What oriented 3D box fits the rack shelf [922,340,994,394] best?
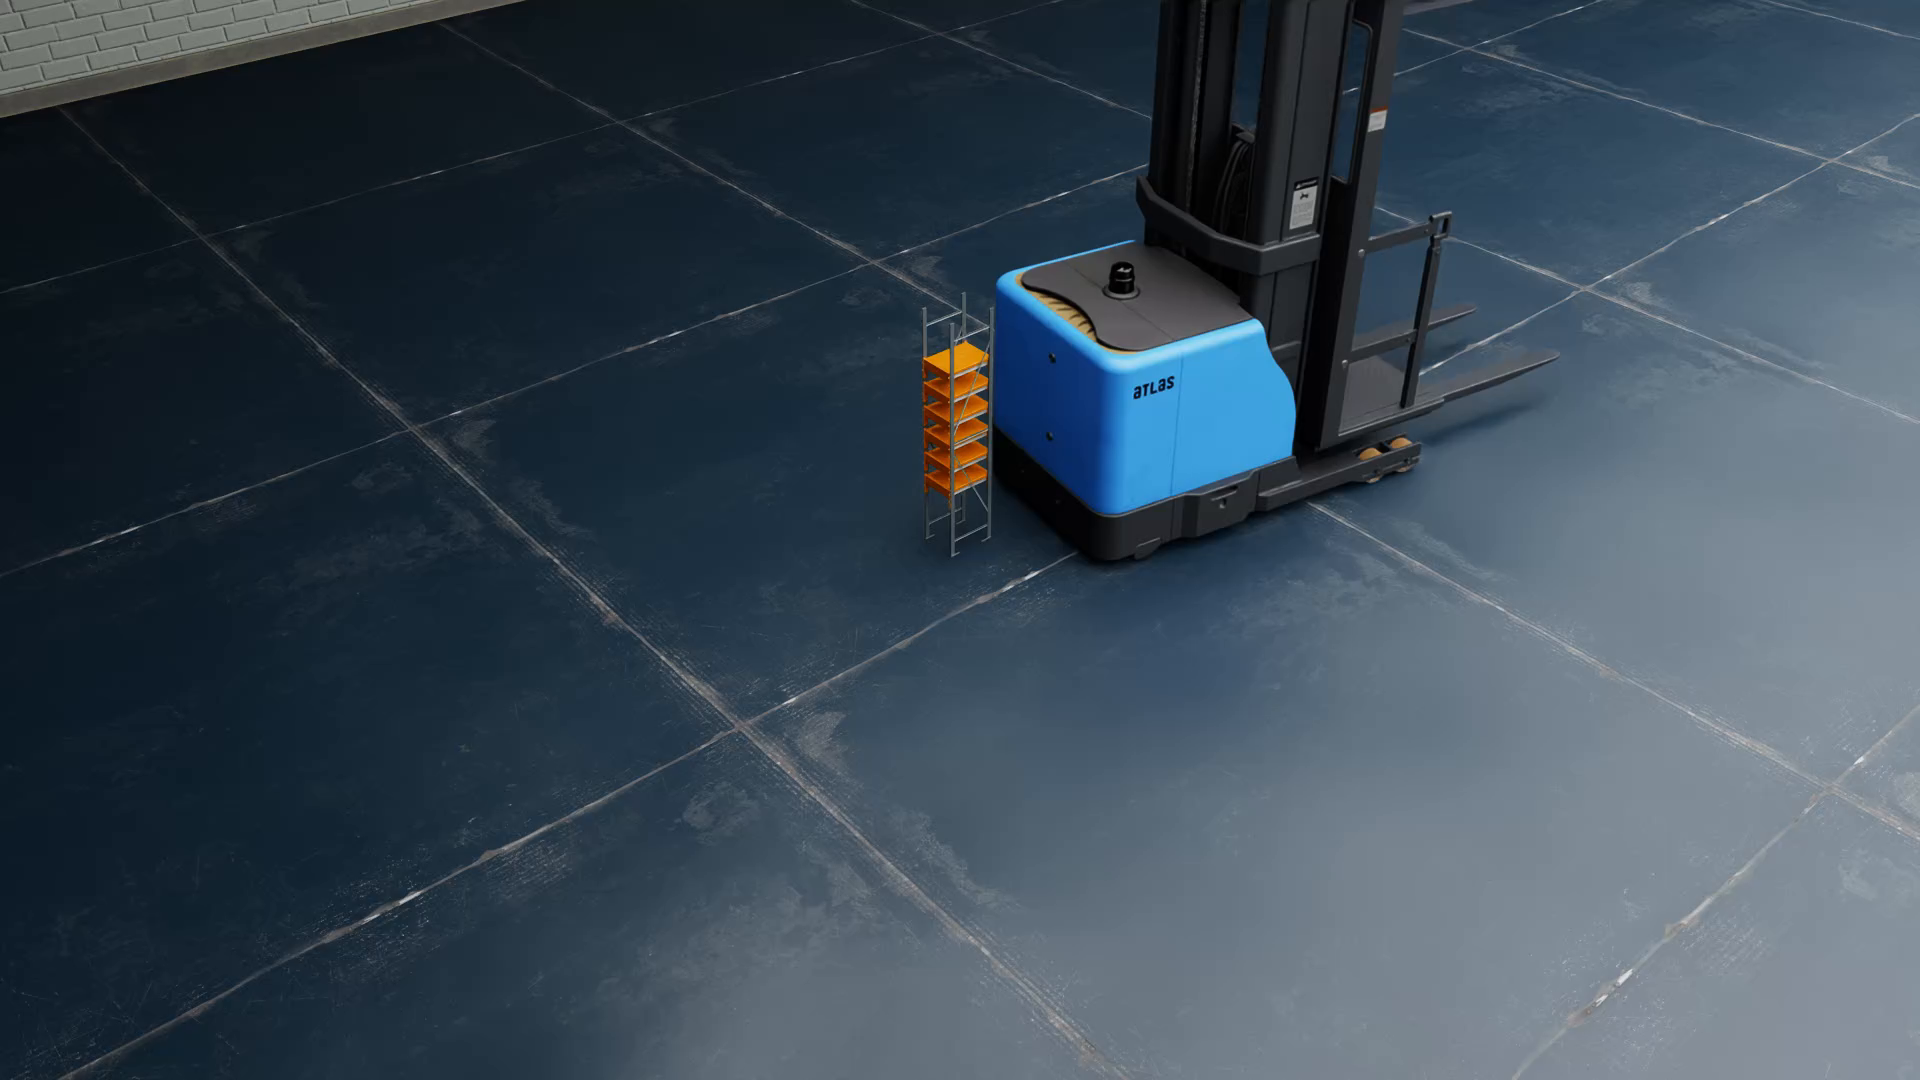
[{"bbox_3d":[-0.009,-0.754,7.230,0.258,0.103,0.180,-26,43,-32],"label":"rack shelf"}]

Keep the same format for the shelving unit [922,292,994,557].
[{"bbox_3d":[-0.009,-0.496,7.412,0.258,1.200,0.189,-26,43,-32],"label":"shelving unit"}]

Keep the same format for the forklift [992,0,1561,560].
[{"bbox_3d":[1.684,-1.722,7.645,3.031,2.935,1.130,-18,39,-24],"label":"forklift"}]

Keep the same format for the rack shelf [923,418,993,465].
[{"bbox_3d":[-0.009,-0.460,7.438,0.258,0.103,0.180,-26,43,-32],"label":"rack shelf"}]

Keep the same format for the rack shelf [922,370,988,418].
[{"bbox_3d":[-0.009,-0.656,7.299,0.258,0.103,0.180,-26,43,-32],"label":"rack shelf"}]

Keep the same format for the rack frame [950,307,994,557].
[{"bbox_3d":[0.050,-0.456,7.355,0.240,1.200,0.006,-26,43,-32],"label":"rack frame"}]

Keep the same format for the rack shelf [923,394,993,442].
[{"bbox_3d":[-0.009,-0.558,7.369,0.258,0.103,0.180,-26,43,-32],"label":"rack shelf"}]

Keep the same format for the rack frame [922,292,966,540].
[{"bbox_3d":[-0.068,-0.536,7.469,0.240,1.200,0.006,-26,43,-32],"label":"rack frame"}]

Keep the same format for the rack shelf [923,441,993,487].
[{"bbox_3d":[-0.009,-0.362,7.507,0.258,0.103,0.180,-26,43,-32],"label":"rack shelf"}]

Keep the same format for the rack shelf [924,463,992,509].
[{"bbox_3d":[-0.009,-0.264,7.577,0.258,0.103,0.180,-26,43,-32],"label":"rack shelf"}]
